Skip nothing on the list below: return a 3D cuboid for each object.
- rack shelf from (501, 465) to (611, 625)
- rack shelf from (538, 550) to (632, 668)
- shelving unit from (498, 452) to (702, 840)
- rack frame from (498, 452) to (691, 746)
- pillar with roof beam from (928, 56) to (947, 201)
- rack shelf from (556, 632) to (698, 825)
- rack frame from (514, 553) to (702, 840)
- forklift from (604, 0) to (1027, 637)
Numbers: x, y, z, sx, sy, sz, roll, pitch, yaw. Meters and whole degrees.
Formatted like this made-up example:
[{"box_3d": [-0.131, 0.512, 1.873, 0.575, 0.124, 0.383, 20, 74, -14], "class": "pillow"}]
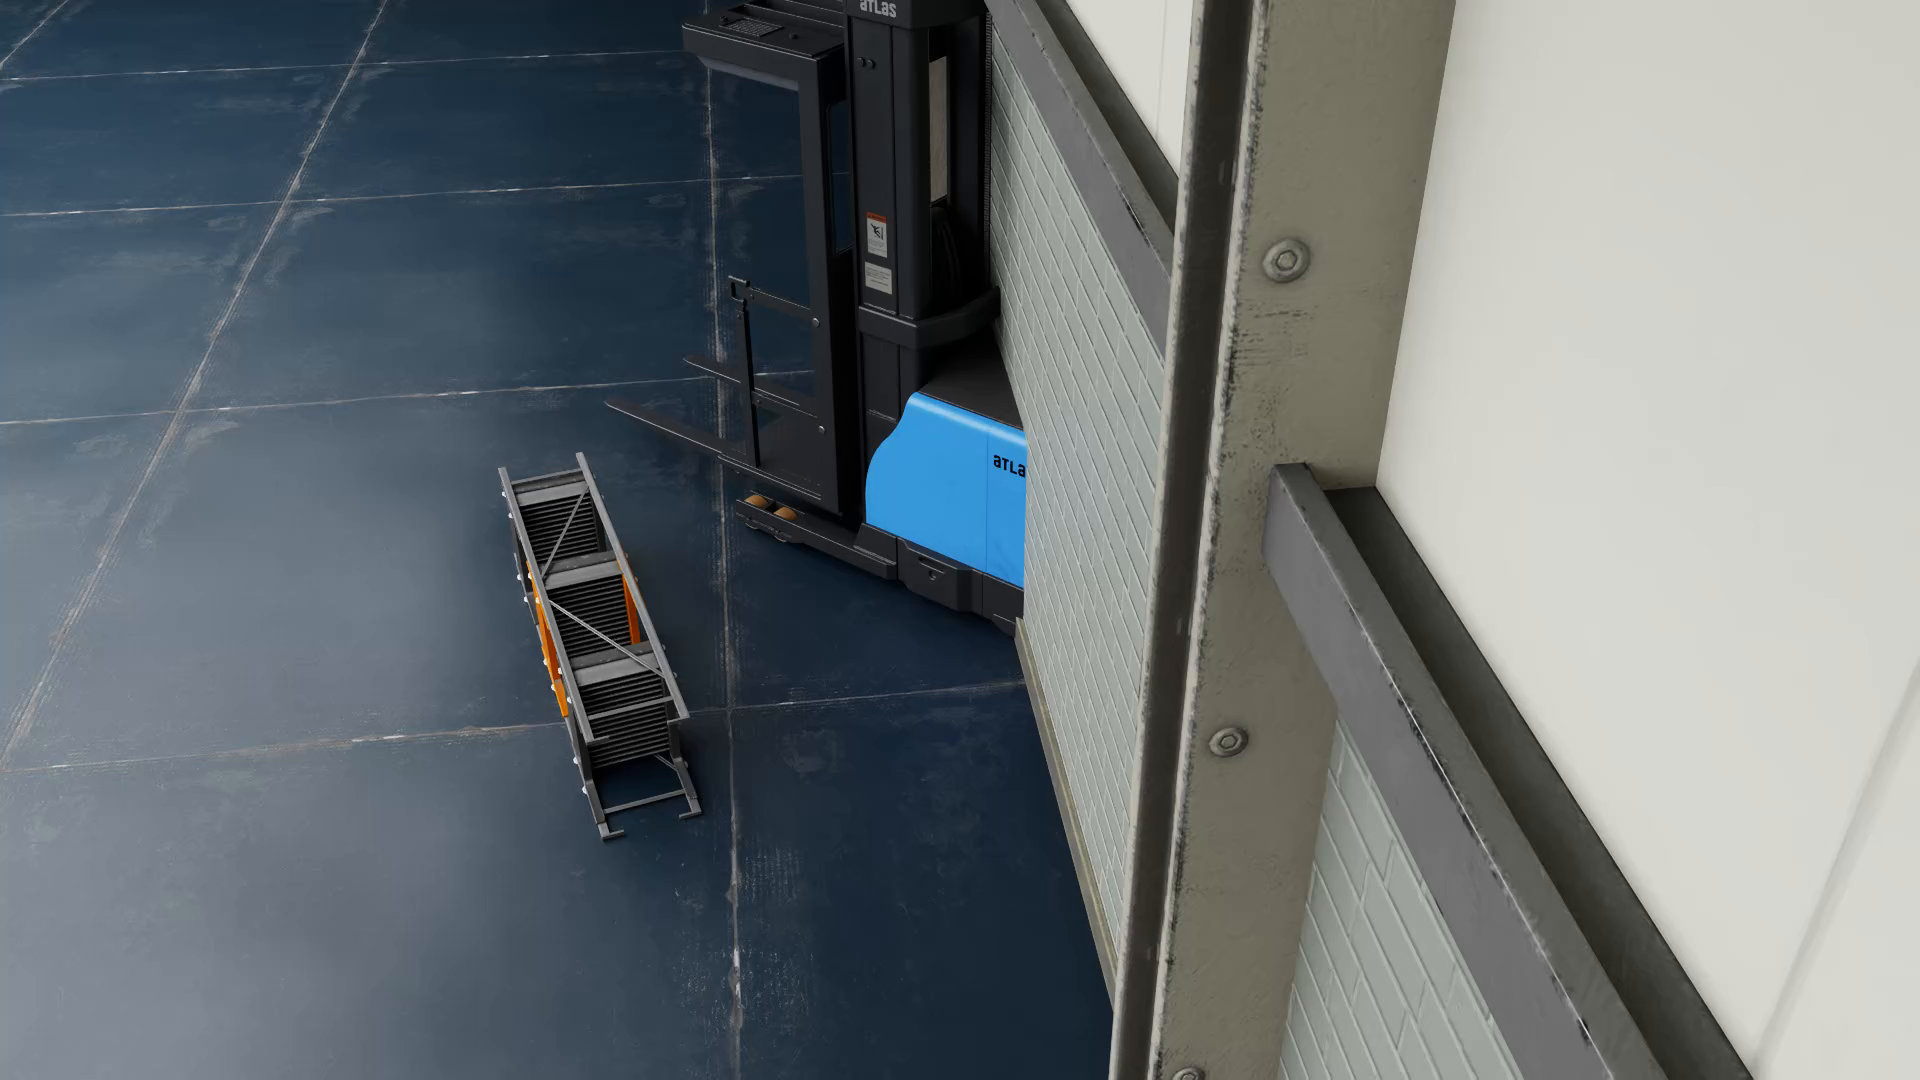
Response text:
[{"box_3d": [-1.858, 0.018, 7.765, 0.431, 0.480, 0.518, -13, 36, -18], "class": "rack shelf"}, {"box_3d": [-1.650, 0.312, 7.333, 0.368, 0.457, 0.174, -13, 36, -18], "class": "rack shelf"}, {"box_3d": [-1.604, 0.377, 7.238, 0.431, 0.503, 2.100, -13, 36, -18], "class": "shelving unit"}, {"box_3d": [-1.604, 0.175, 7.101, 0.400, 0.015, 2.100, -13, 36, -18], "class": "rack frame"}, {"box_3d": [-4.494, -4.428, 6.757, 9.100, 9.000, 0.400, -4, 35, -6], "class": "pillar with roof beam"}, {"box_3d": [-1.340, 0.750, 6.691, 0.431, 0.480, 0.518, -13, 36, -18], "class": "rack shelf"}, {"box_3d": [-1.604, 0.578, 7.376, 0.400, 0.015, 2.100, -13, 36, -18], "class": "rack frame"}, {"box_3d": [-0.503, -1.419, 7.730, 3.031, 2.935, 1.130, 22, 40, 29], "class": "forklift"}]
